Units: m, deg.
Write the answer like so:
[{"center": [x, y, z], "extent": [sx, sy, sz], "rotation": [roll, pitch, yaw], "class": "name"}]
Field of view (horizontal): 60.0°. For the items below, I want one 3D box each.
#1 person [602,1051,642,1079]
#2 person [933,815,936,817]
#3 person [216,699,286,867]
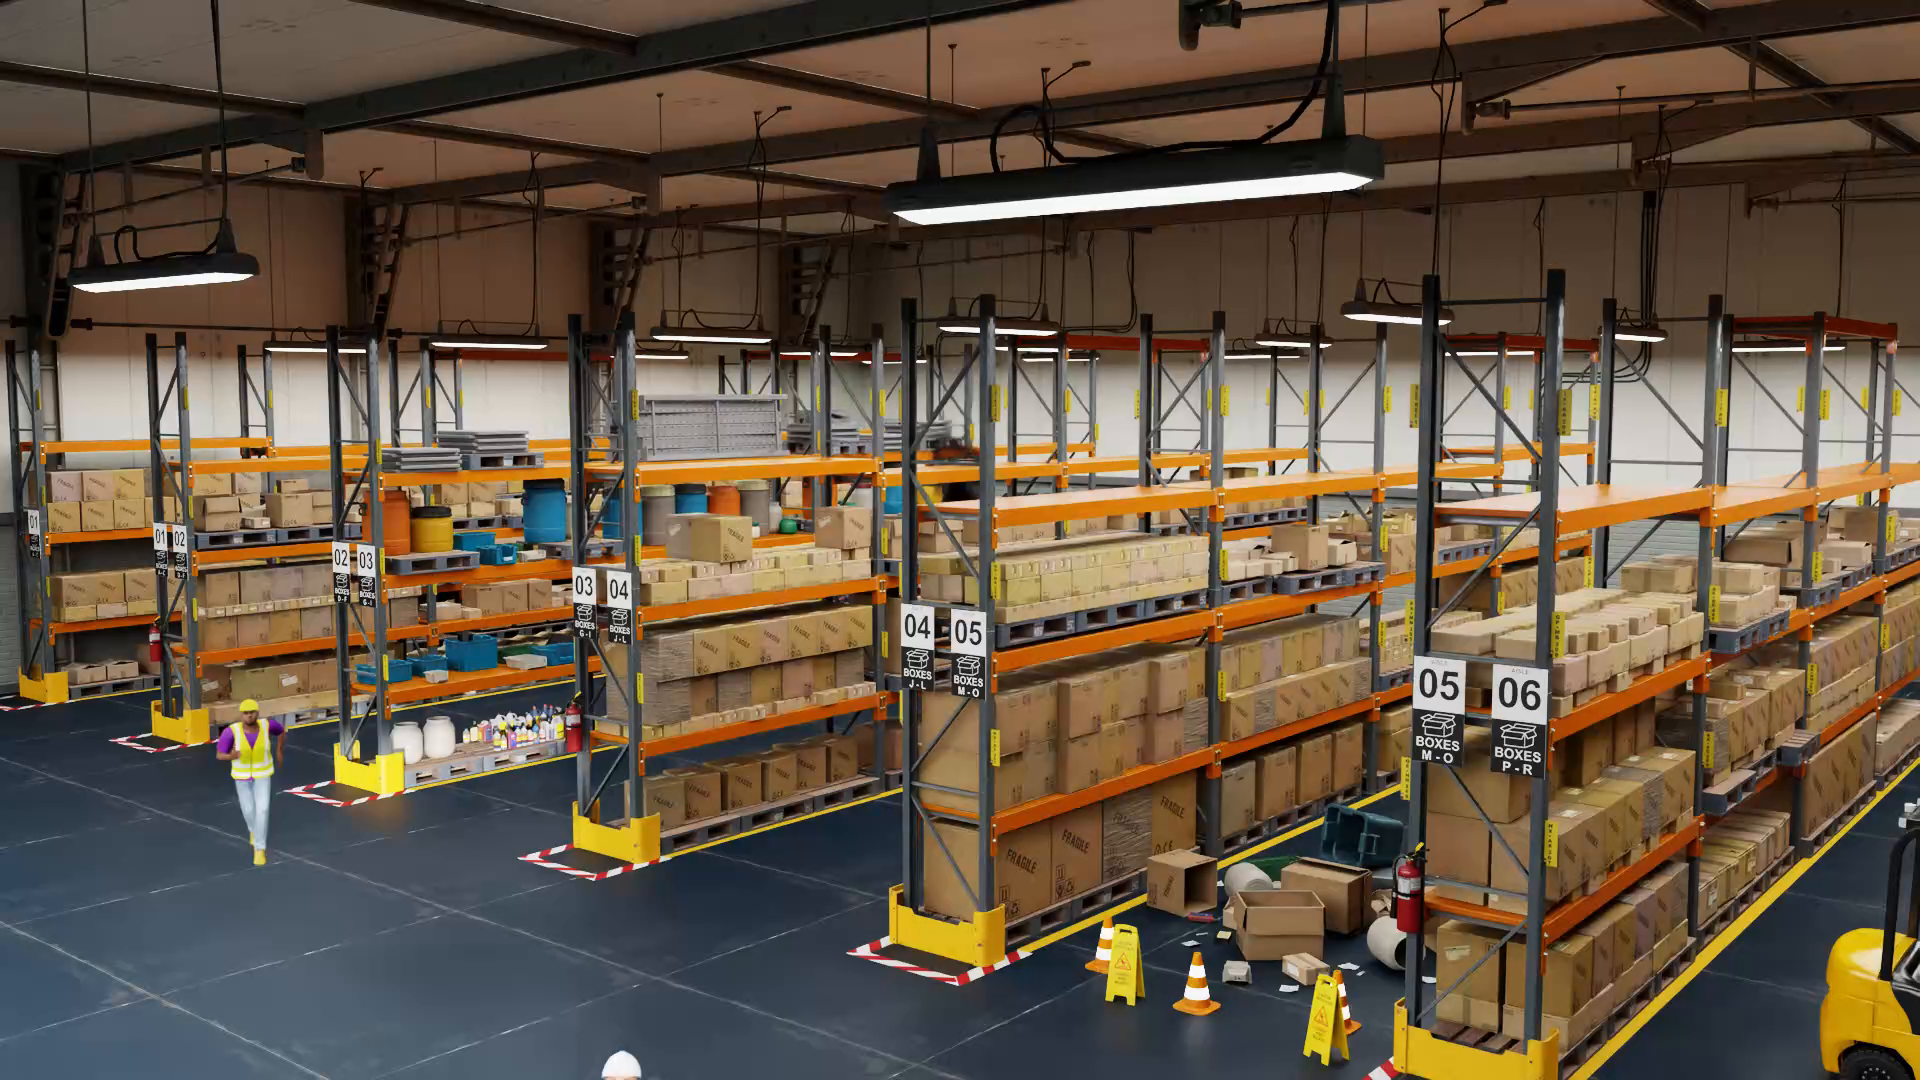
[{"center": [-1.701, 3.514, 8.701], "extent": [0.707, 1.728, 0.657], "rotation": [0, 5, -5], "class": "person"}, {"center": [-0.066, 2.658, 18.698], "extent": [0.590, 1.683, 0.720], "rotation": [4, 7, 38], "class": "person"}, {"center": [-7.829, 2.643, 18.397], "extent": [0.693, 1.826, 0.925], "rotation": [-2, 5, -19], "class": "person"}]
